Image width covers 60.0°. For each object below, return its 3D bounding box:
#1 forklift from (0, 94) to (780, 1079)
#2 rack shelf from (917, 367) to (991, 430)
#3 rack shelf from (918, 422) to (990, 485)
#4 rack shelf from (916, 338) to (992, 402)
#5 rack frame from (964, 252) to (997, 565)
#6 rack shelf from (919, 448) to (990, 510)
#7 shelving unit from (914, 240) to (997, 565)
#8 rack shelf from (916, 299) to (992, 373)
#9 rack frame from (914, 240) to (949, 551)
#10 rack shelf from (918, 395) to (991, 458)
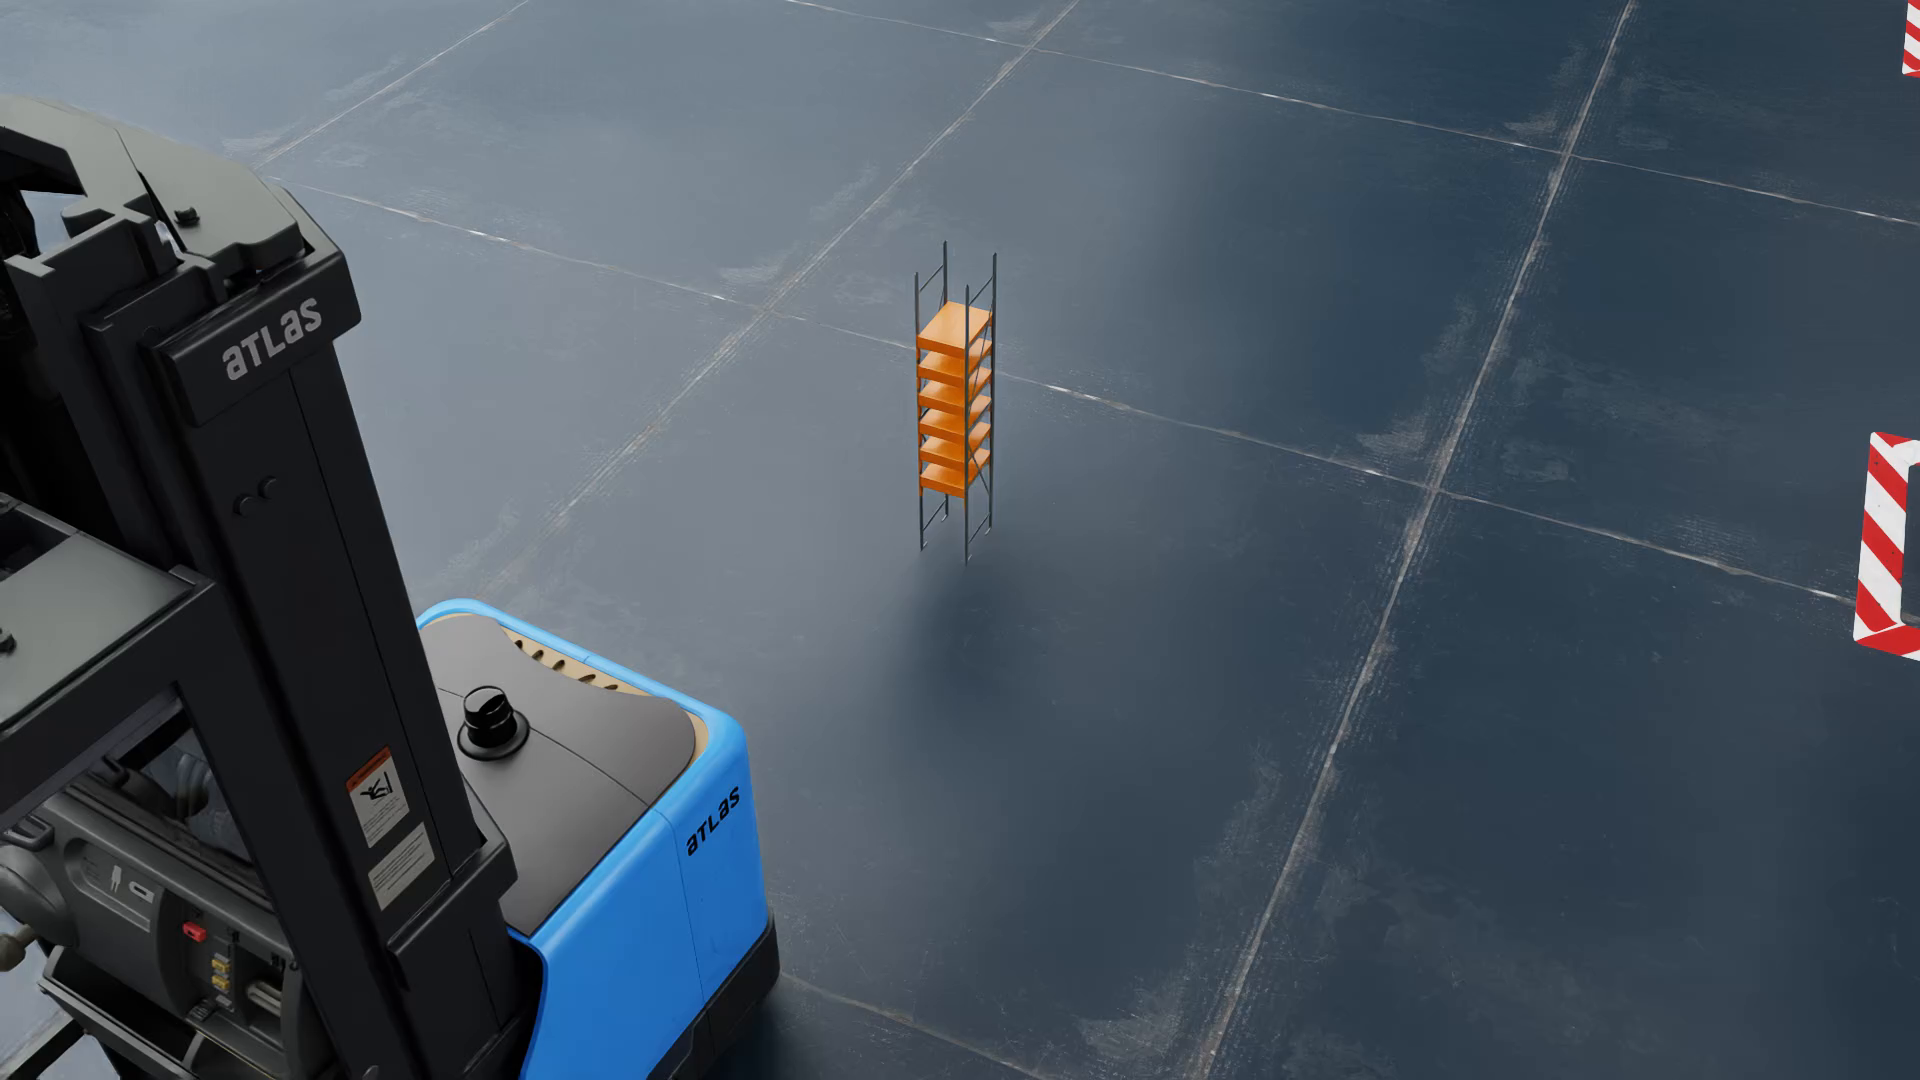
[{"bbox_3d":[-1.688,0.830,3.055,1.130,2.935,3.031,21,45,22],"label":"forklift"},{"bbox_3d":[-0.013,-0.514,5.812,0.180,0.103,0.258,17,44,19],"label":"rack shelf"},{"bbox_3d":[-0.013,-0.333,5.969,0.180,0.103,0.258,17,44,19],"label":"rack shelf"},{"bbox_3d":[-0.013,-0.605,5.734,0.180,0.103,0.258,17,44,19],"label":"rack shelf"},{"bbox_3d":[0.070,-0.432,5.832,0.006,1.200,0.240,17,44,19],"label":"rack frame"},{"bbox_3d":[-0.013,-0.242,6.048,0.180,0.103,0.258,17,44,19],"label":"rack shelf"},{"bbox_3d":[-0.013,-0.457,5.862,0.189,1.200,0.258,17,44,19],"label":"shelving unit"},{"bbox_3d":[-0.013,-0.696,5.655,0.180,0.103,0.258,17,44,19],"label":"rack shelf"},{"bbox_3d":[-0.096,-0.483,5.891,0.006,1.200,0.240,17,44,19],"label":"rack frame"},{"bbox_3d":[-0.013,-0.424,5.891,0.180,0.103,0.258,17,44,19],"label":"rack shelf"}]
